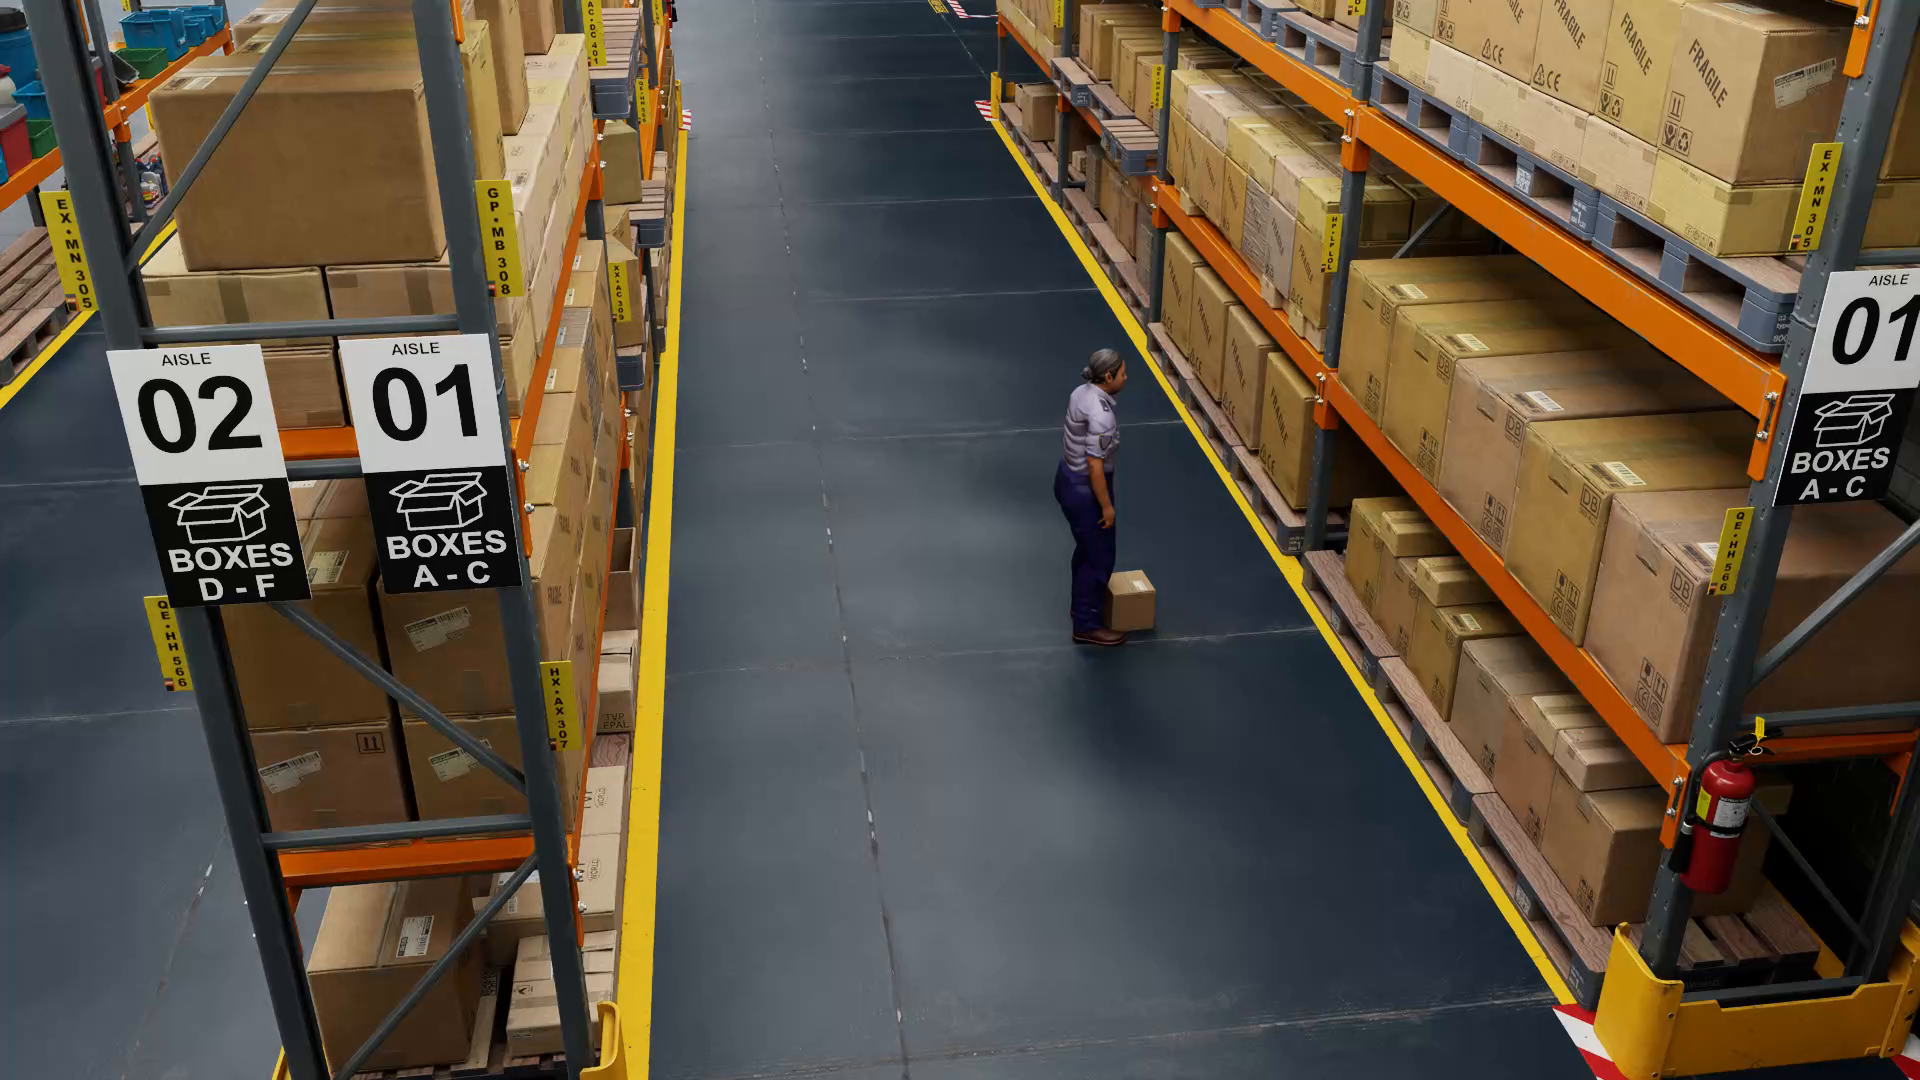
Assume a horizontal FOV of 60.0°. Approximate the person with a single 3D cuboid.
[{"bbox_3d":[0.740,-0.258,9.126,0.416,1.652,0.553,-4,28,-8],"label":"person"}]
